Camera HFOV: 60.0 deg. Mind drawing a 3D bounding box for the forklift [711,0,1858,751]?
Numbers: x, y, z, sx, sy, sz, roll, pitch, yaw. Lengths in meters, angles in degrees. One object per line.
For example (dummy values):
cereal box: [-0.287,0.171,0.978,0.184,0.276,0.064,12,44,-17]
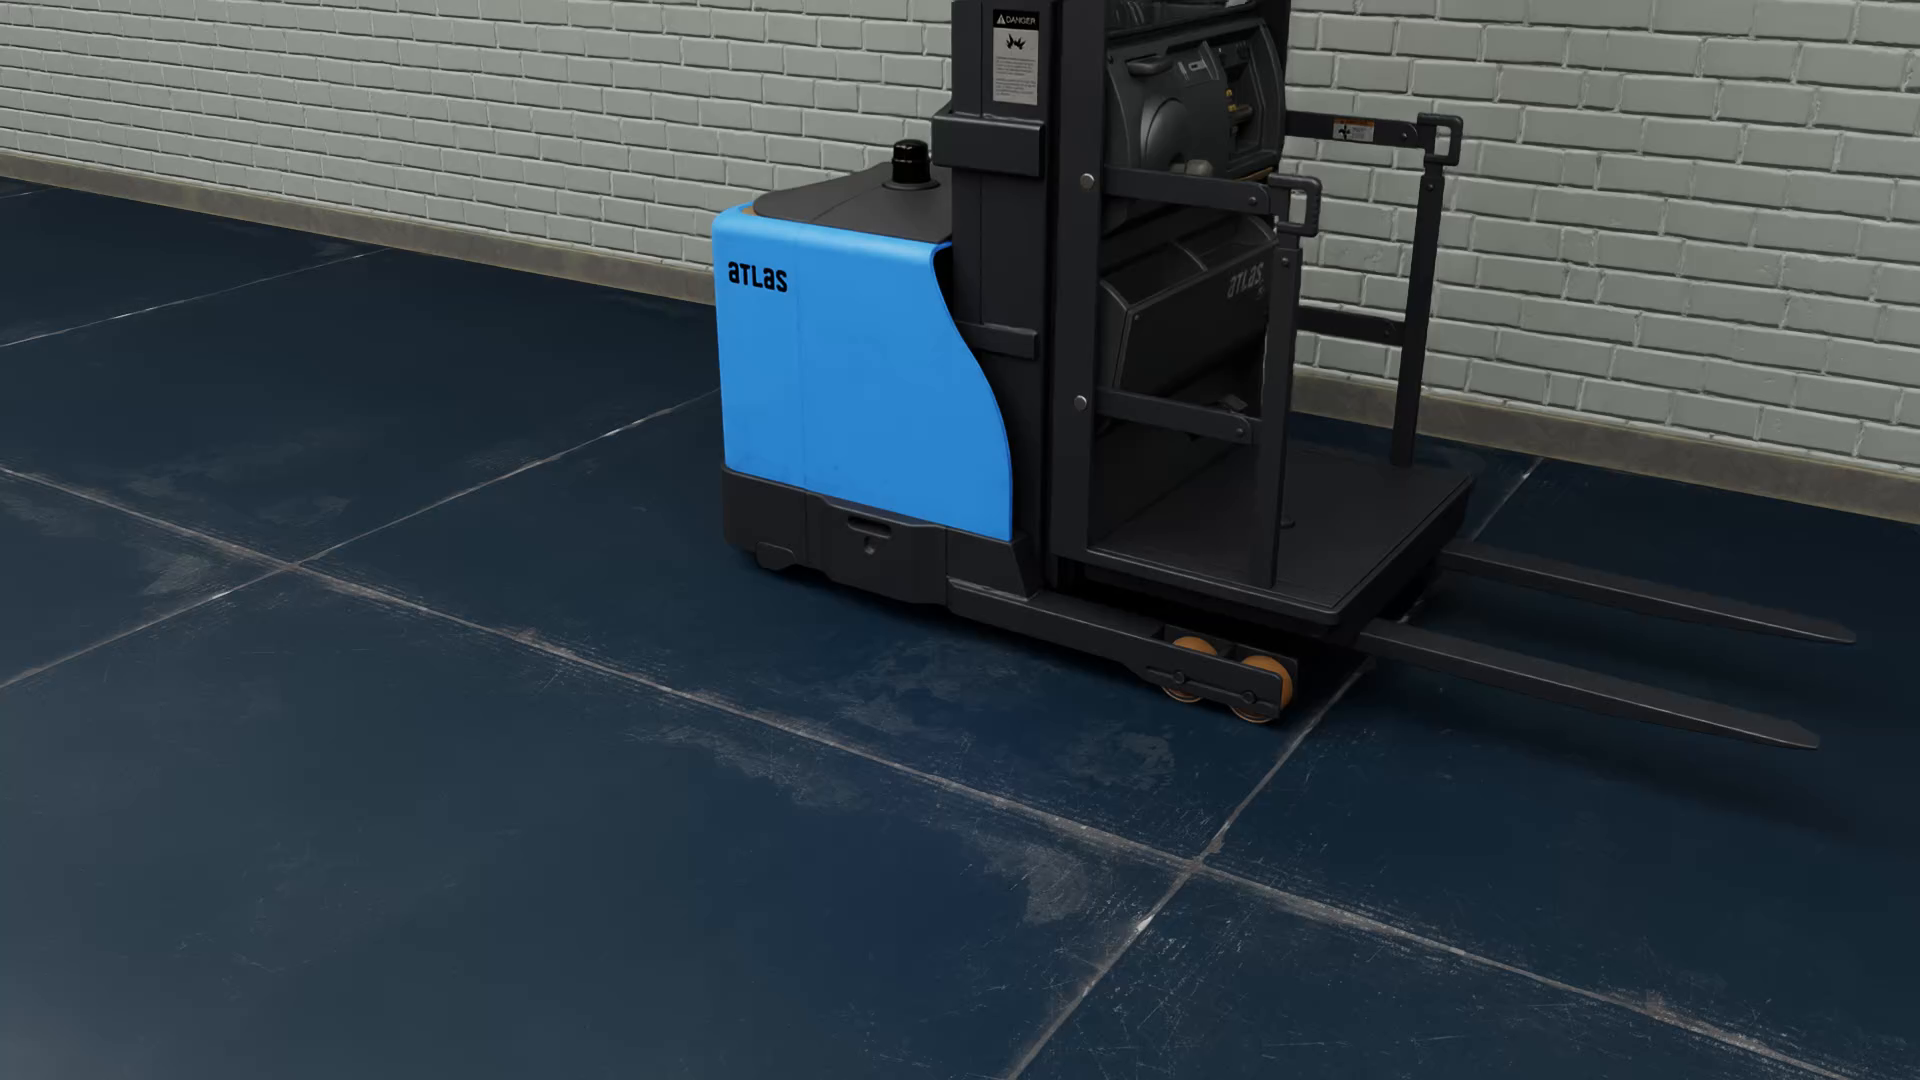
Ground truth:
forklift: [0.791,-1.125,4.159,3.031,2.935,1.130,15,27,30]
